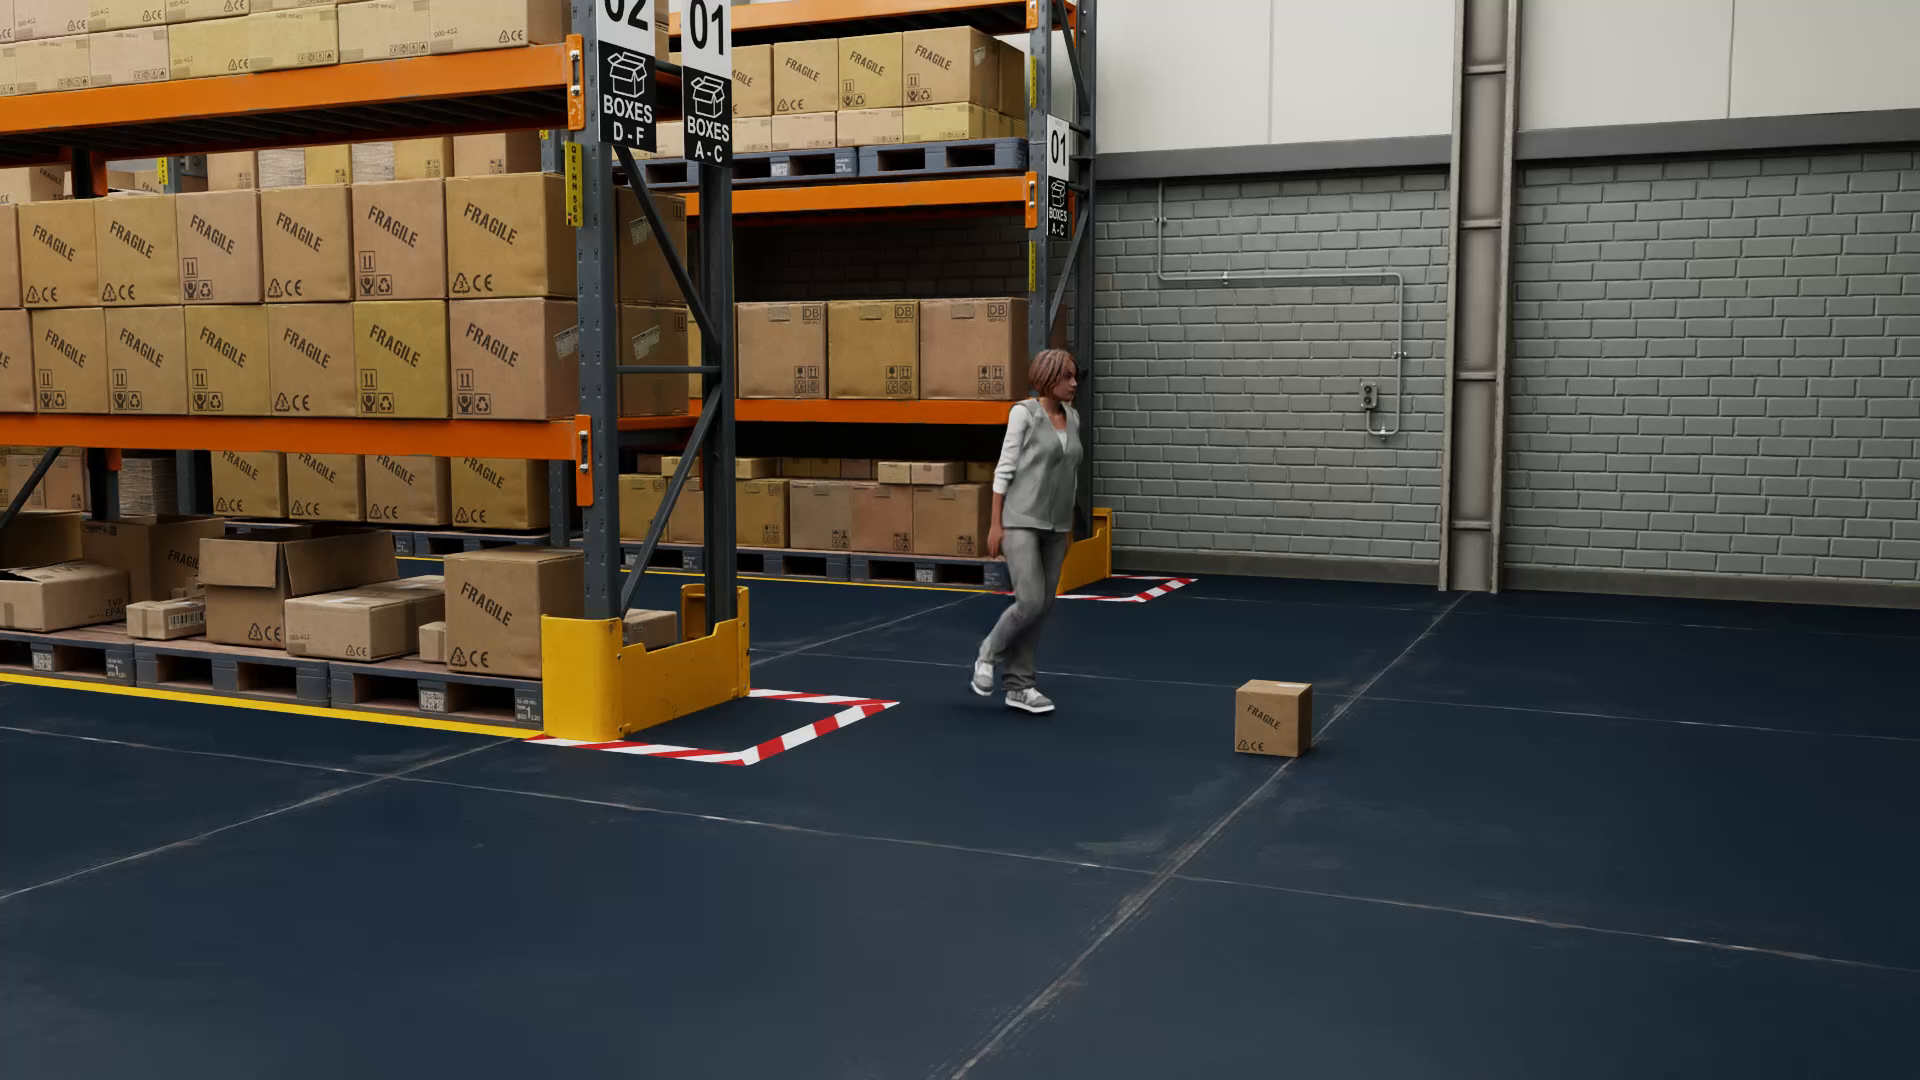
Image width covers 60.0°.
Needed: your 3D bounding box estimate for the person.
[{"bbox_3d":[0.299,-0.038,7.281,0.467,1.590,0.458,-5,8,-41],"label":"person"}]
